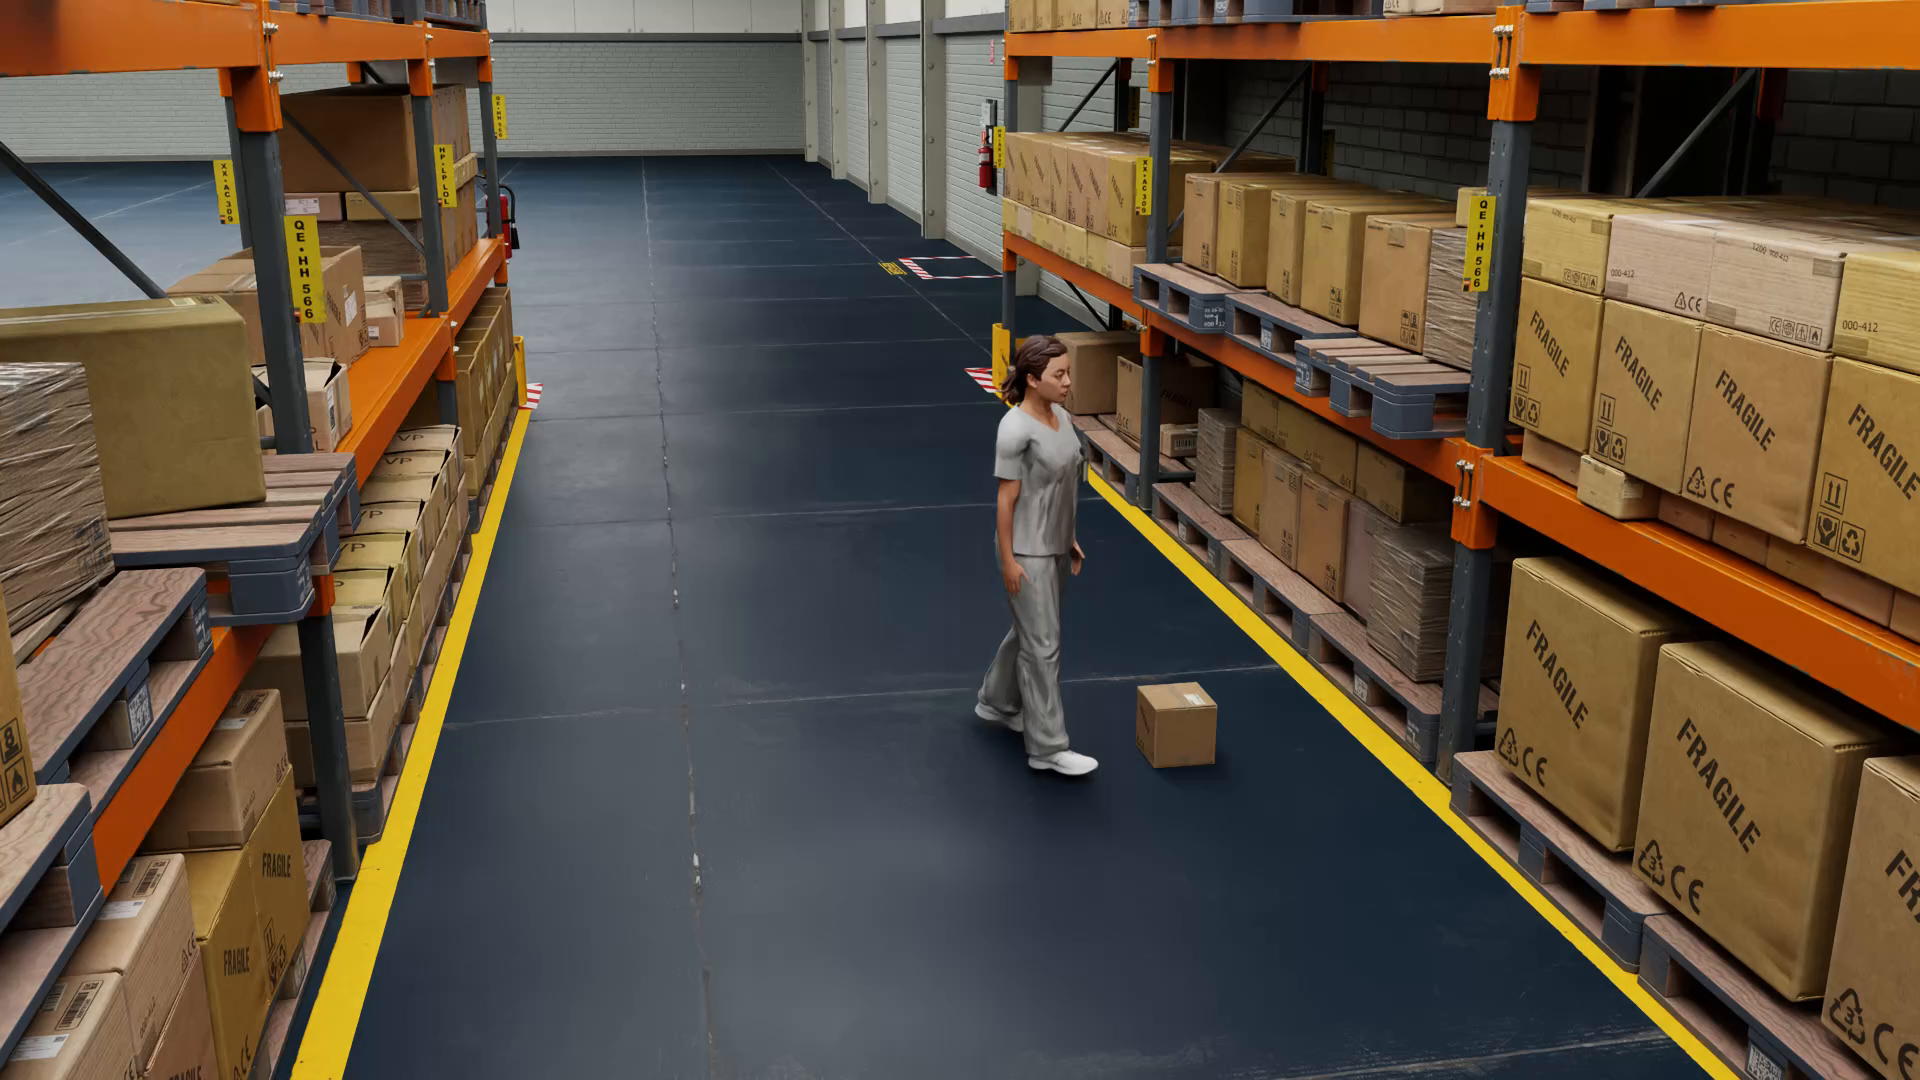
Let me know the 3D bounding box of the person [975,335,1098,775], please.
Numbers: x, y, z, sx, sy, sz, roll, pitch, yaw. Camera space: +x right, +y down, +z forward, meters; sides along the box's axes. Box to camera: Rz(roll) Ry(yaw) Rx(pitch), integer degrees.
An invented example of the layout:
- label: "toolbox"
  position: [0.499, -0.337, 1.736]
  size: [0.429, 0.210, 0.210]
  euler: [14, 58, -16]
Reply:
- label: "person"
  position: [0.295, 0.041, 6.384]
  size: [0.680, 1.667, 0.449]
  euler: [10, 19, 30]
